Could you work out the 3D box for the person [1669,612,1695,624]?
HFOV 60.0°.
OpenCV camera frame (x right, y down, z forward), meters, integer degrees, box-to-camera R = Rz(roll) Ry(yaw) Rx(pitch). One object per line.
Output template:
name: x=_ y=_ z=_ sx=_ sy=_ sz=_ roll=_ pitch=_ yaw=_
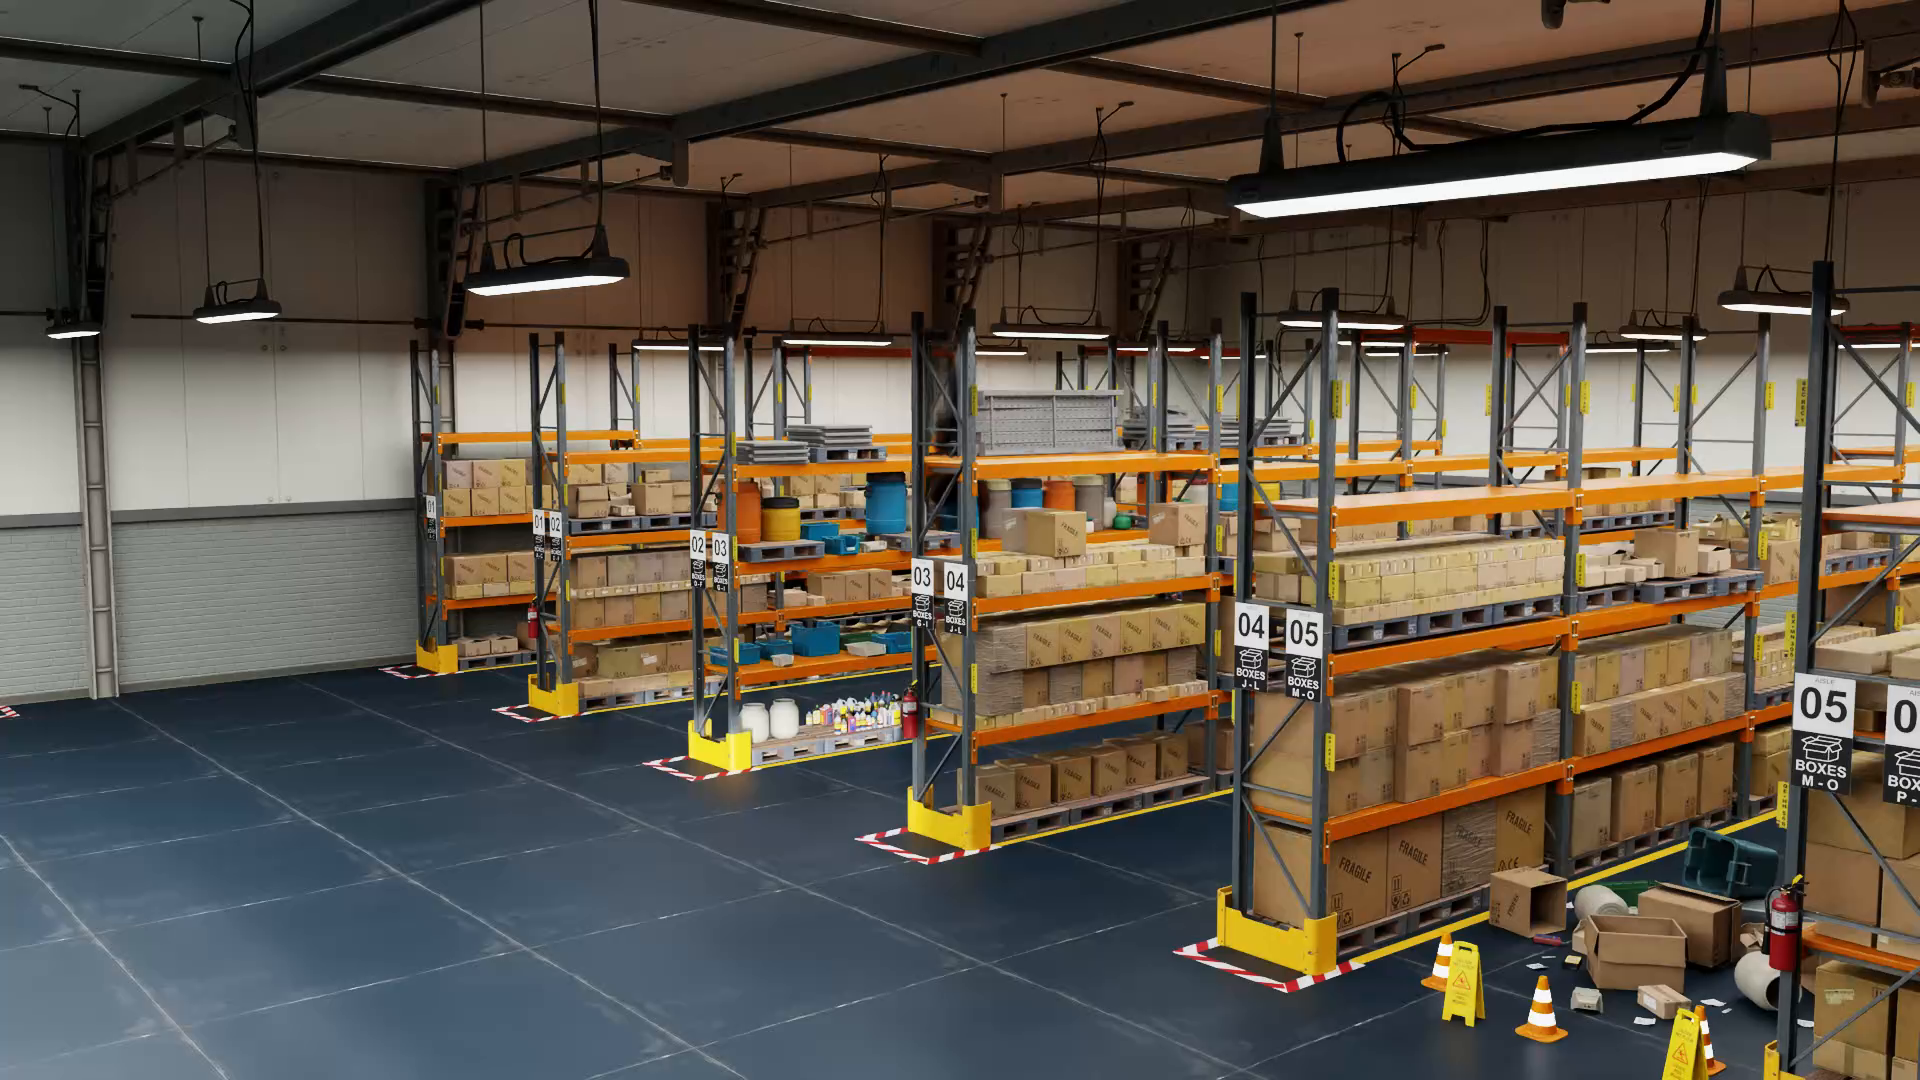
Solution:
person: x=13.071 y=1.480 z=30.373 sx=0.651 sy=1.730 sz=0.653 roll=-2 pitch=6 yaw=-23
